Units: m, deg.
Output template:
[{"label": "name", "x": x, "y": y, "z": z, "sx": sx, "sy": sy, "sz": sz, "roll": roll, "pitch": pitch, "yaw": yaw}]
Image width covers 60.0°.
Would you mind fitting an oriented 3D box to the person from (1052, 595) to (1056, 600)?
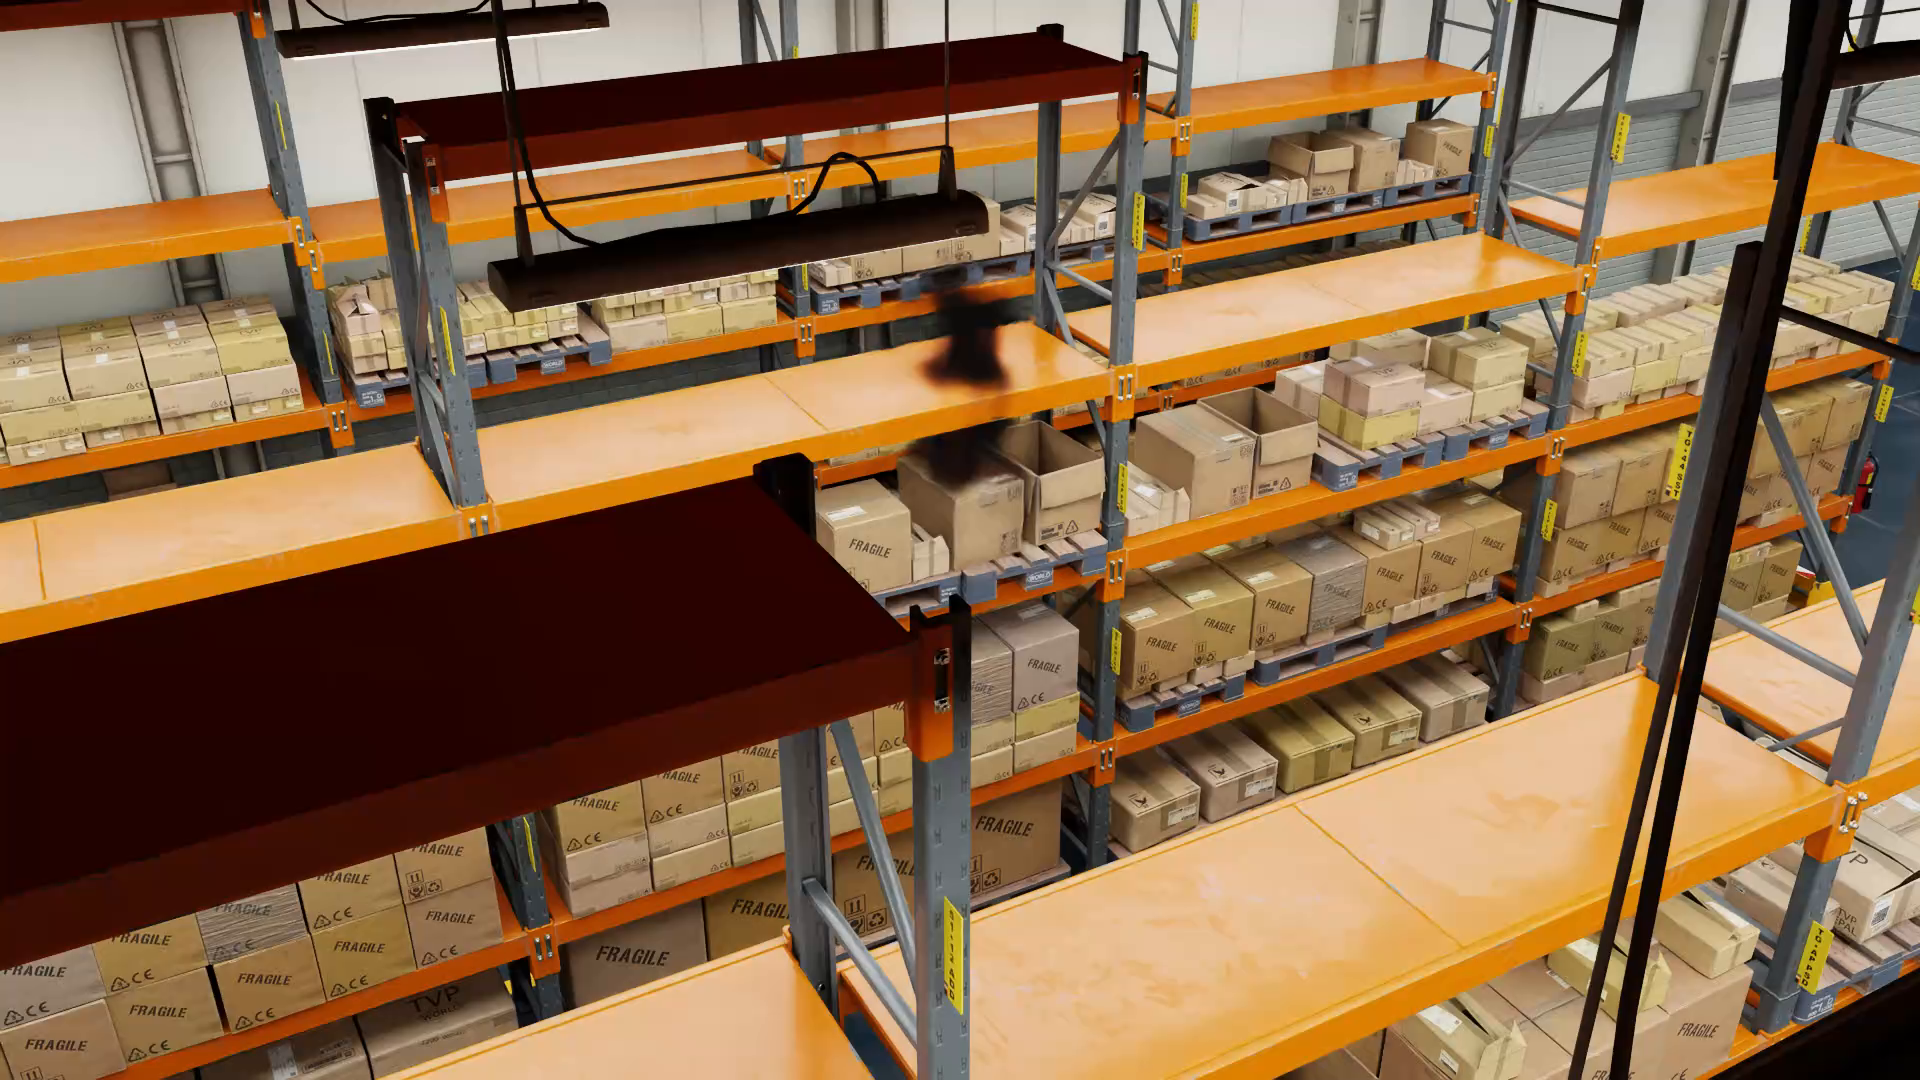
[{"label": "person", "x": 1.020, "y": 0.633, "z": 14.122, "sx": 0.788, "sy": 1.525, "sz": 0.532, "roll": -24, "pitch": 36, "yaw": -37}]
